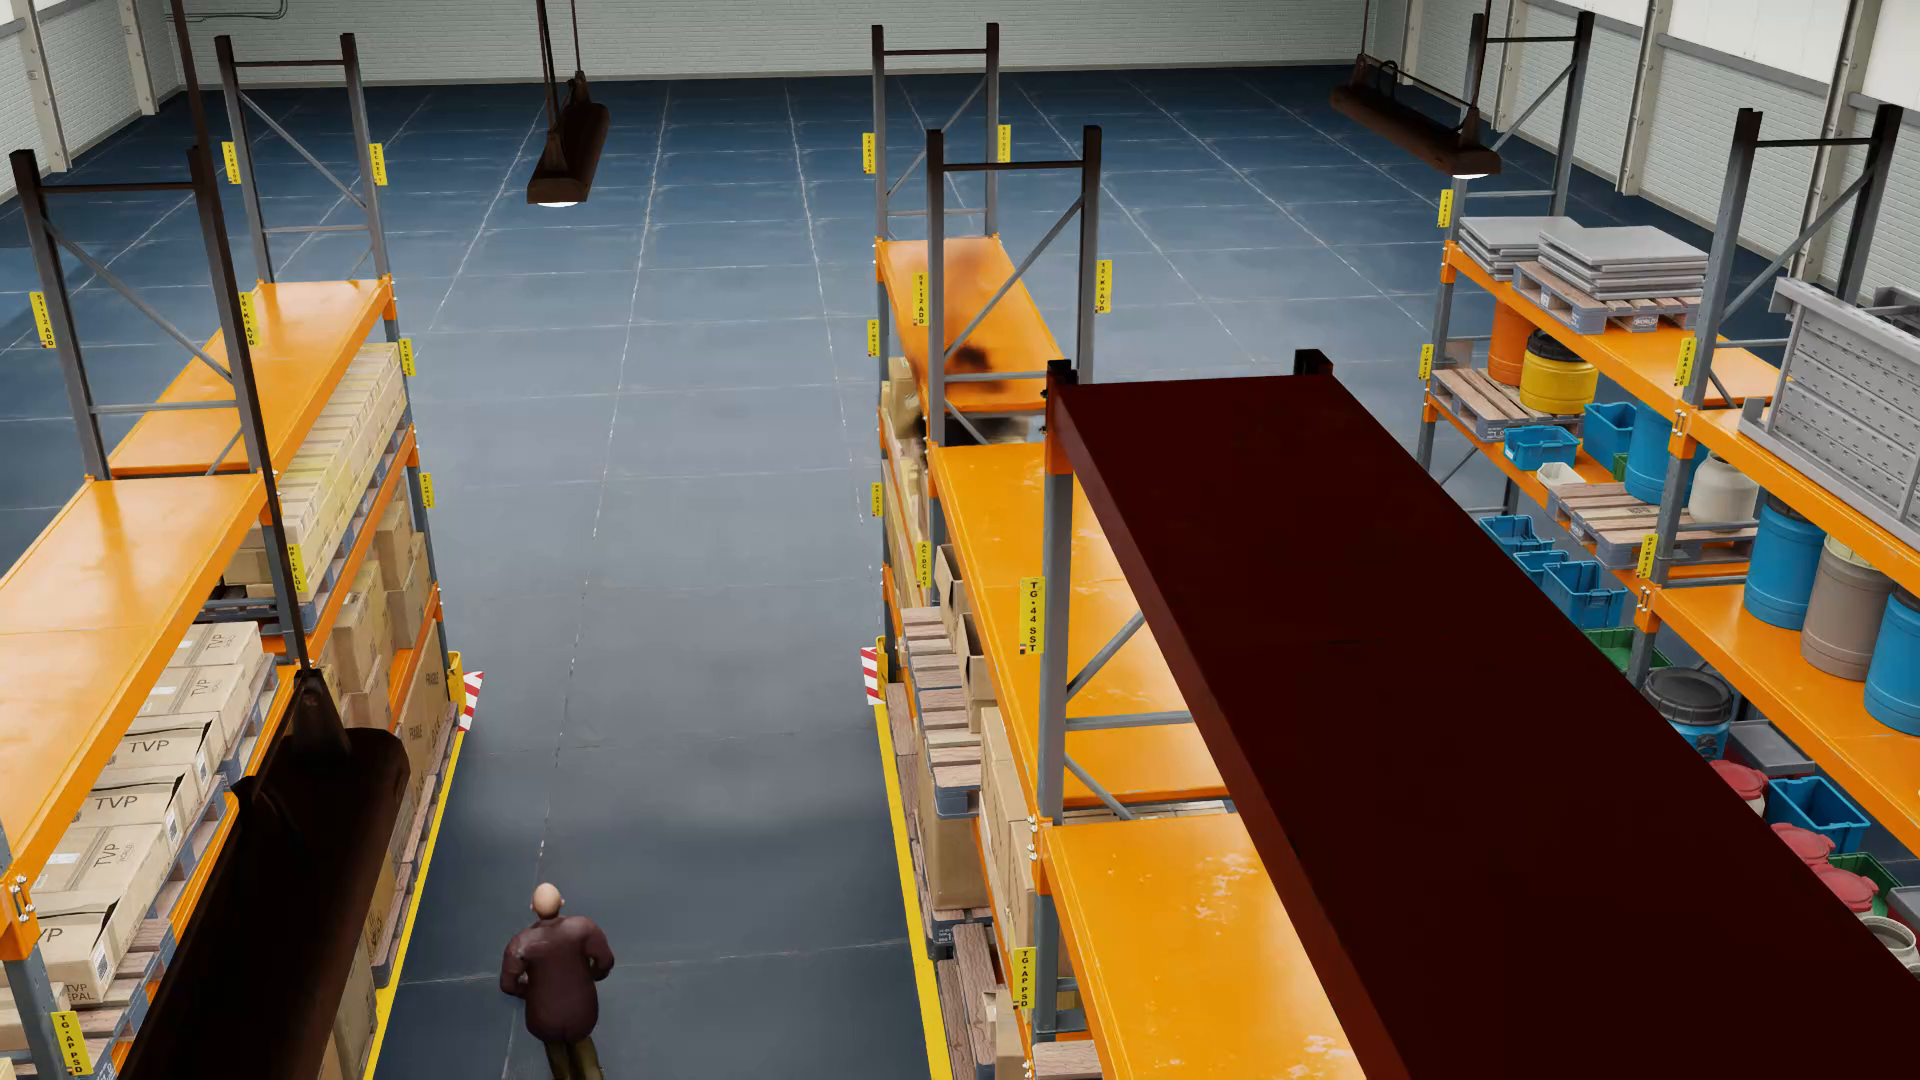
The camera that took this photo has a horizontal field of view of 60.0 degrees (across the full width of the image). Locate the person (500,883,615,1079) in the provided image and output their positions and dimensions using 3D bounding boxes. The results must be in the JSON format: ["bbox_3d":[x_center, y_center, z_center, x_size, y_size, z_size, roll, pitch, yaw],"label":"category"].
[{"bbox_3d":[-2.475,2.922,10.361,0.695,1.727,0.672,-9,27,-19],"label":"person"}]
